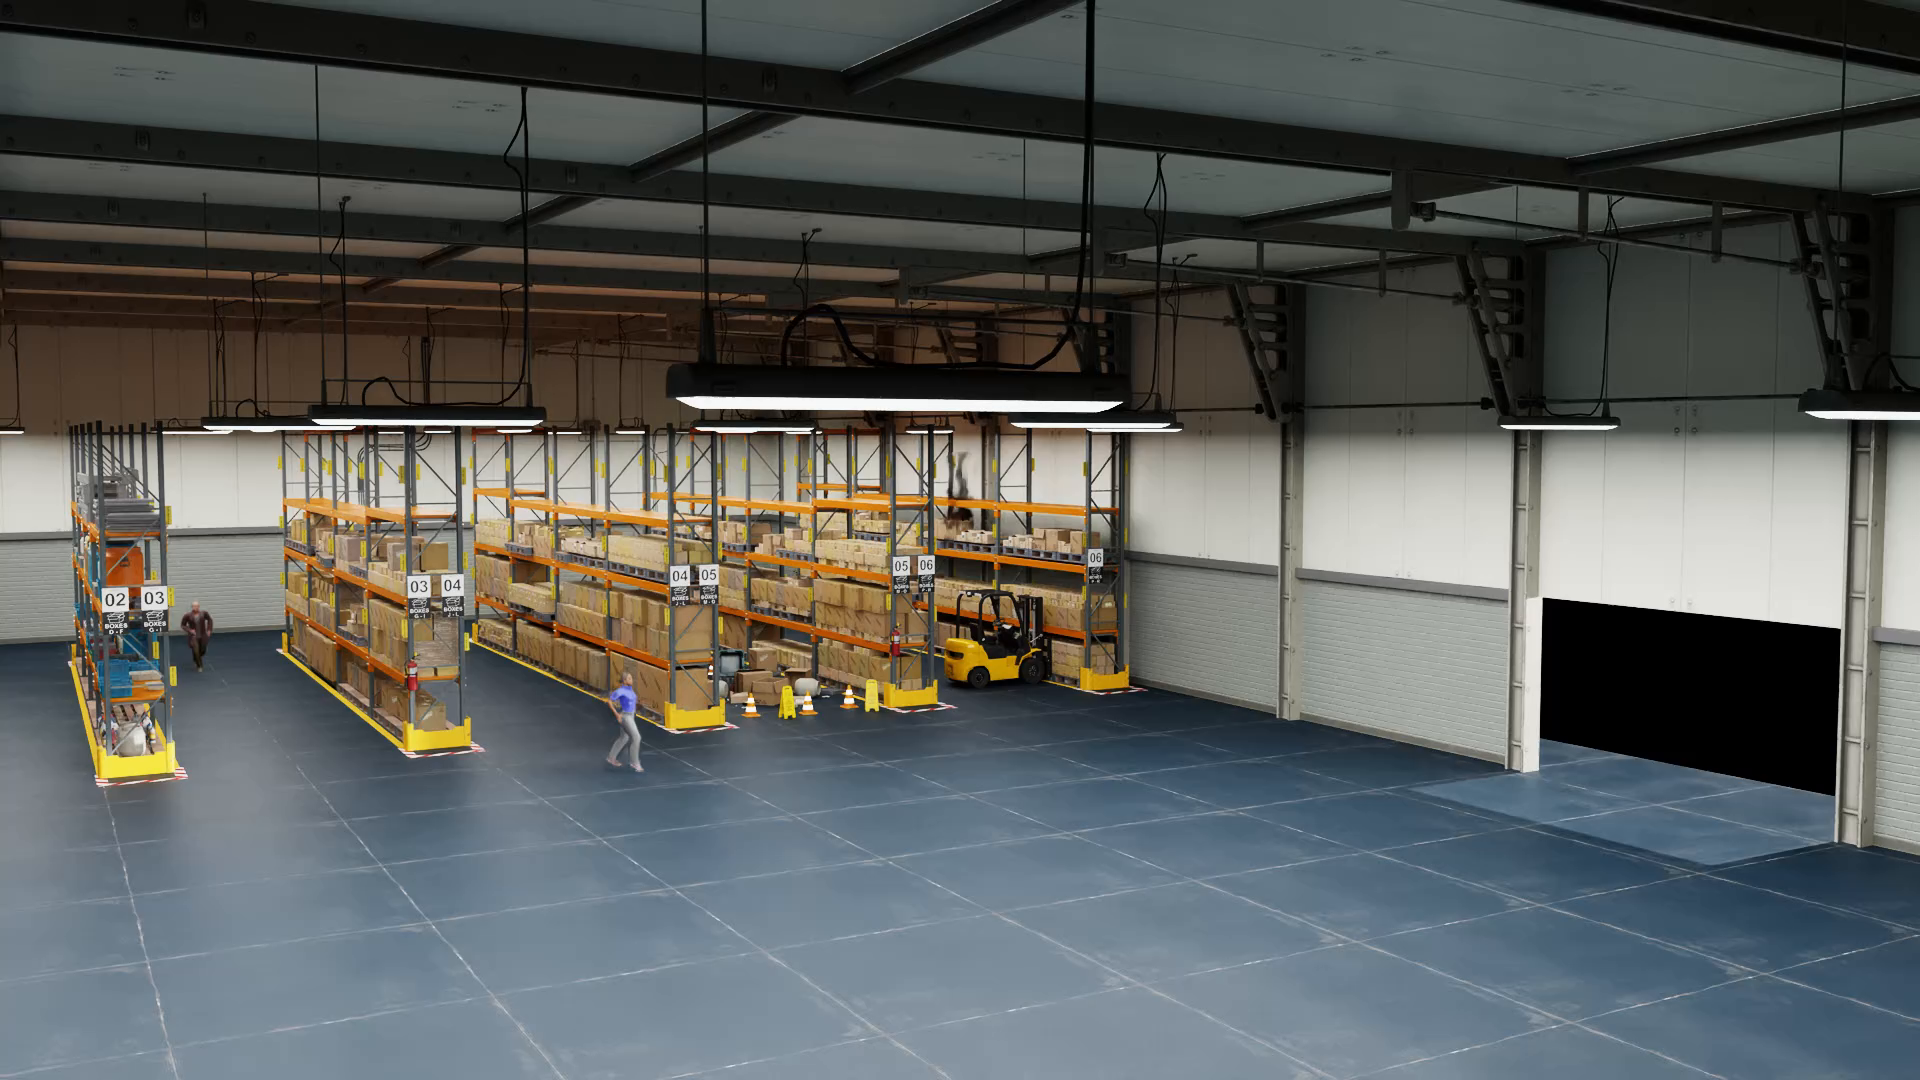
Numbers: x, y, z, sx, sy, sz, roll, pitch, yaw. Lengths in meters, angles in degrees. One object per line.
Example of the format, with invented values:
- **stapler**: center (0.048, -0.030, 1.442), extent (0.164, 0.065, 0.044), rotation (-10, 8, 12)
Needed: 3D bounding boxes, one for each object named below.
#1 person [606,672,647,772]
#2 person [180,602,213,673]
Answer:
- **person**: center (-5.734, 3.137, 28.579), extent (0.756, 1.706, 0.547), rotation (0, 4, 6)
- **person**: center (-18.647, 2.369, 40.641), extent (0.753, 1.736, 0.742), rotation (-3, 4, -38)
